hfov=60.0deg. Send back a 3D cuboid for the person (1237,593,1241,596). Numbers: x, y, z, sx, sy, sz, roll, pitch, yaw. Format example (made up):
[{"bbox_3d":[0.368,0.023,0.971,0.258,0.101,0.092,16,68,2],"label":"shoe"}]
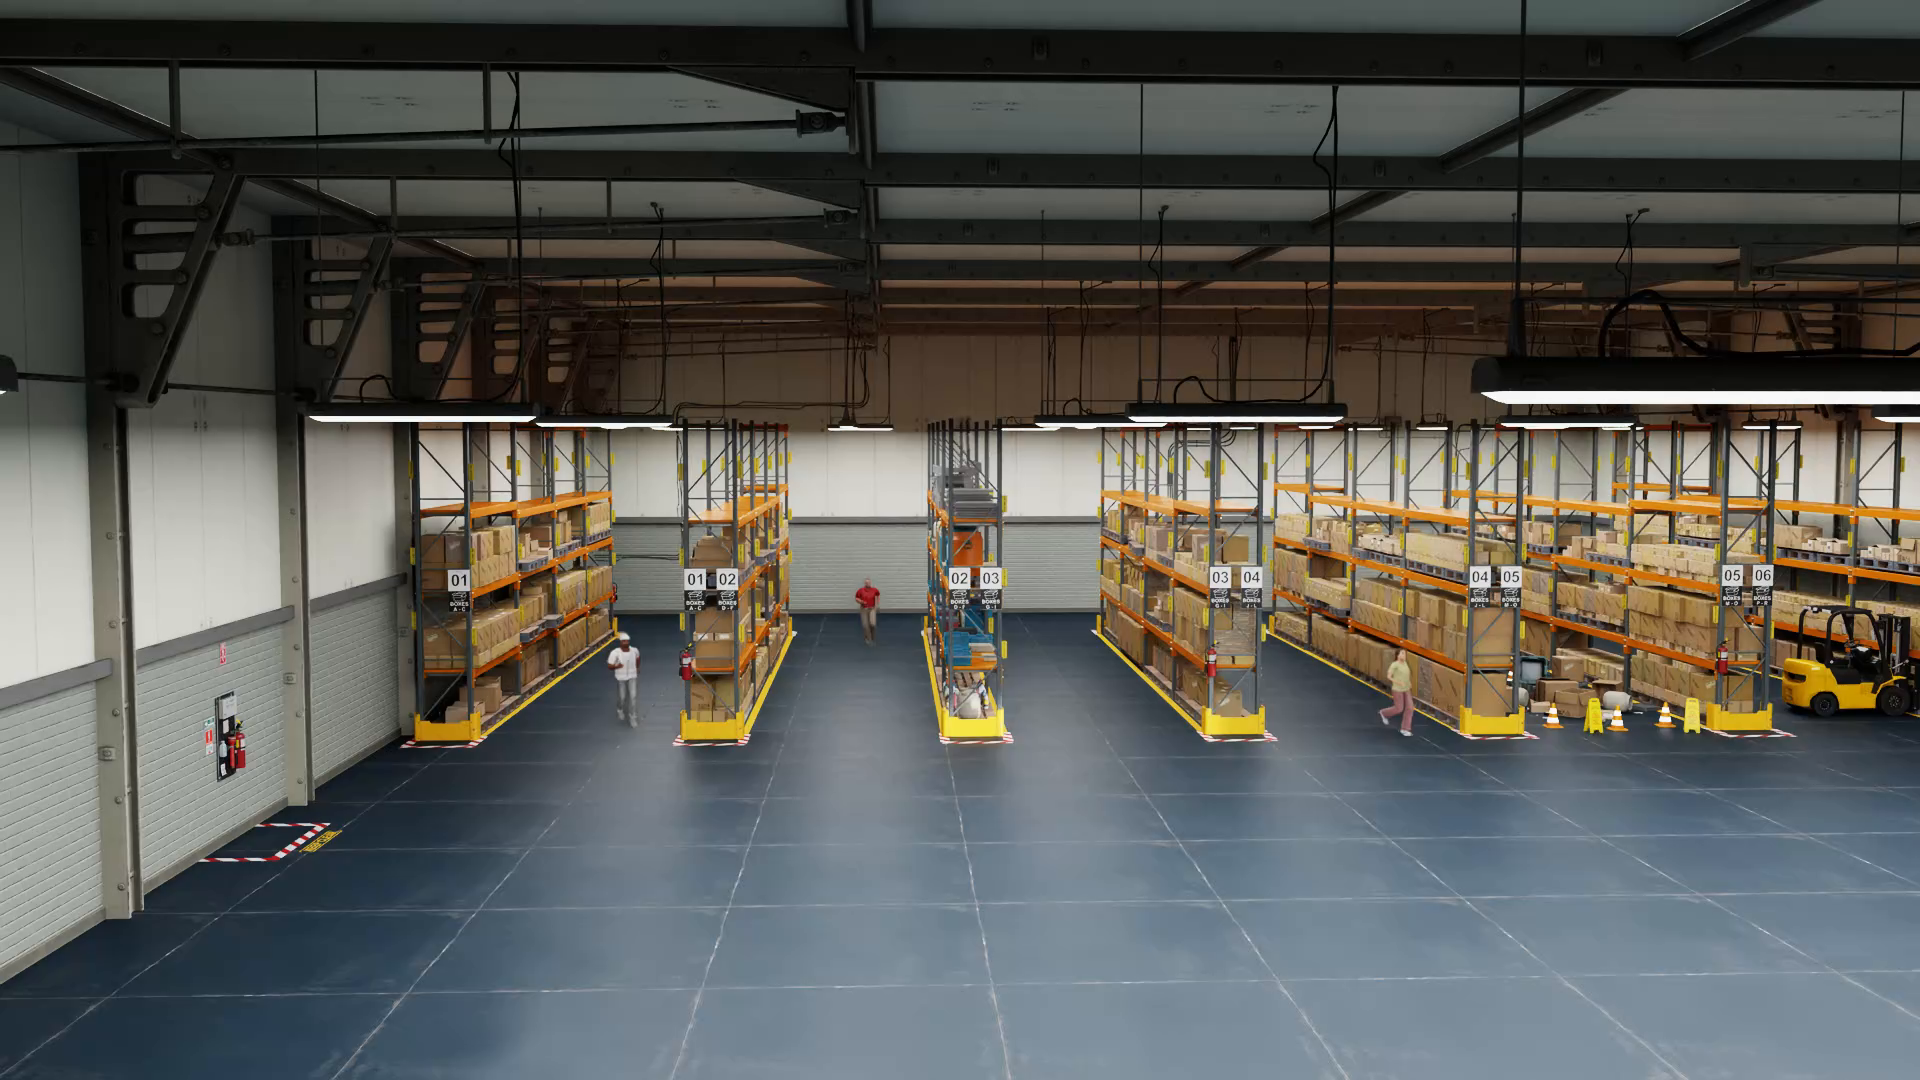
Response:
[{"bbox_3d":[7.810,2.013,46.039,0.524,1.558,0.570,0,4,-4],"label":"person"}]

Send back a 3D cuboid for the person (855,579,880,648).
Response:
[{"bbox_3d":[-2.360,1.881,42.656,0.651,1.788,0.724,0,4,-4],"label":"person"}]

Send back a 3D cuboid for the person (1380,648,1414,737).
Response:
[{"bbox_3d":[8.382,2.882,31.761,0.588,1.672,0.820,-2,4,-31],"label":"person"}]

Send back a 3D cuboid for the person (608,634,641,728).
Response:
[{"bbox_3d":[-6.565,2.728,32.620,0.694,1.785,0.925,-2,4,-23],"label":"person"}]
